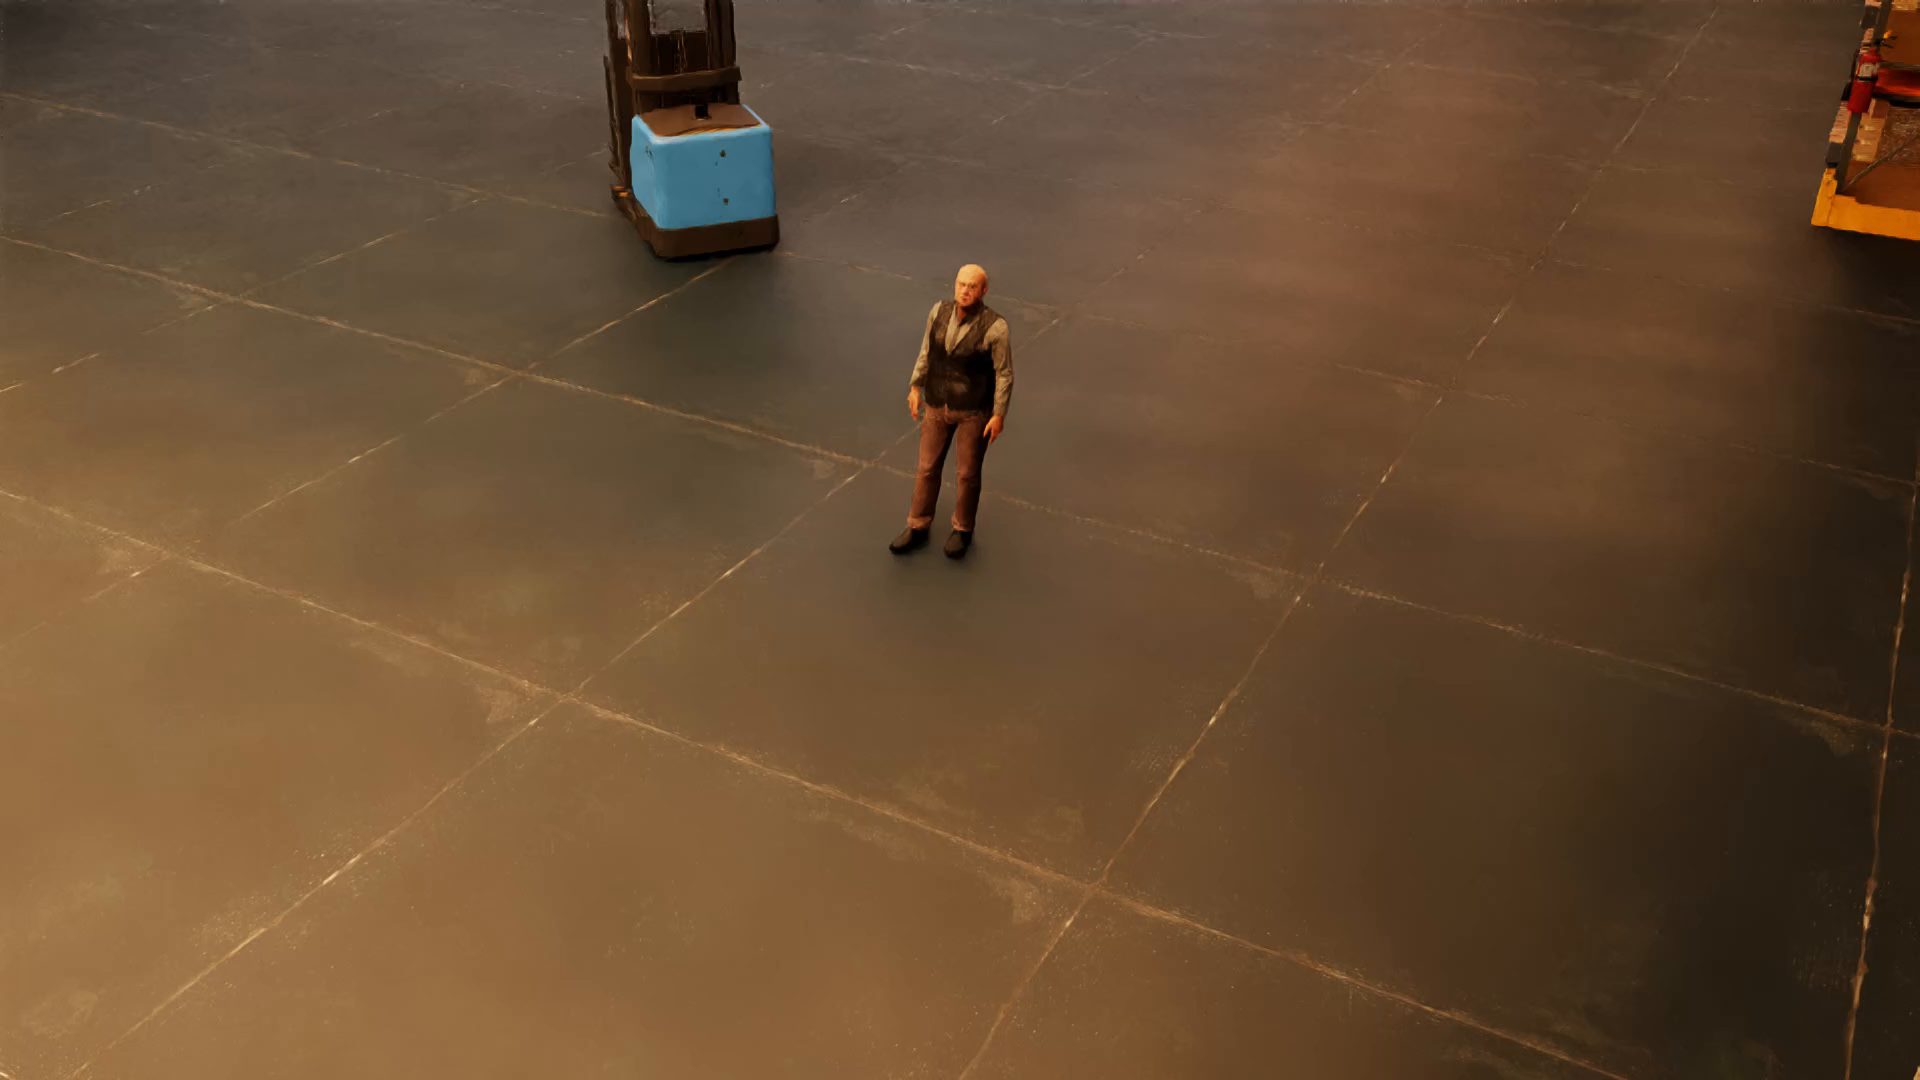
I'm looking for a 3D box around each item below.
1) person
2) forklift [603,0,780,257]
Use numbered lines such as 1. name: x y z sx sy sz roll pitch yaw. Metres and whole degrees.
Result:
1. person: -0.037 -0.726 9.525 0.632 1.720 0.567 15 33 25
2. forklift: -2.584 -4.365 14.633 1.130 2.935 3.031 -12 32 -19
